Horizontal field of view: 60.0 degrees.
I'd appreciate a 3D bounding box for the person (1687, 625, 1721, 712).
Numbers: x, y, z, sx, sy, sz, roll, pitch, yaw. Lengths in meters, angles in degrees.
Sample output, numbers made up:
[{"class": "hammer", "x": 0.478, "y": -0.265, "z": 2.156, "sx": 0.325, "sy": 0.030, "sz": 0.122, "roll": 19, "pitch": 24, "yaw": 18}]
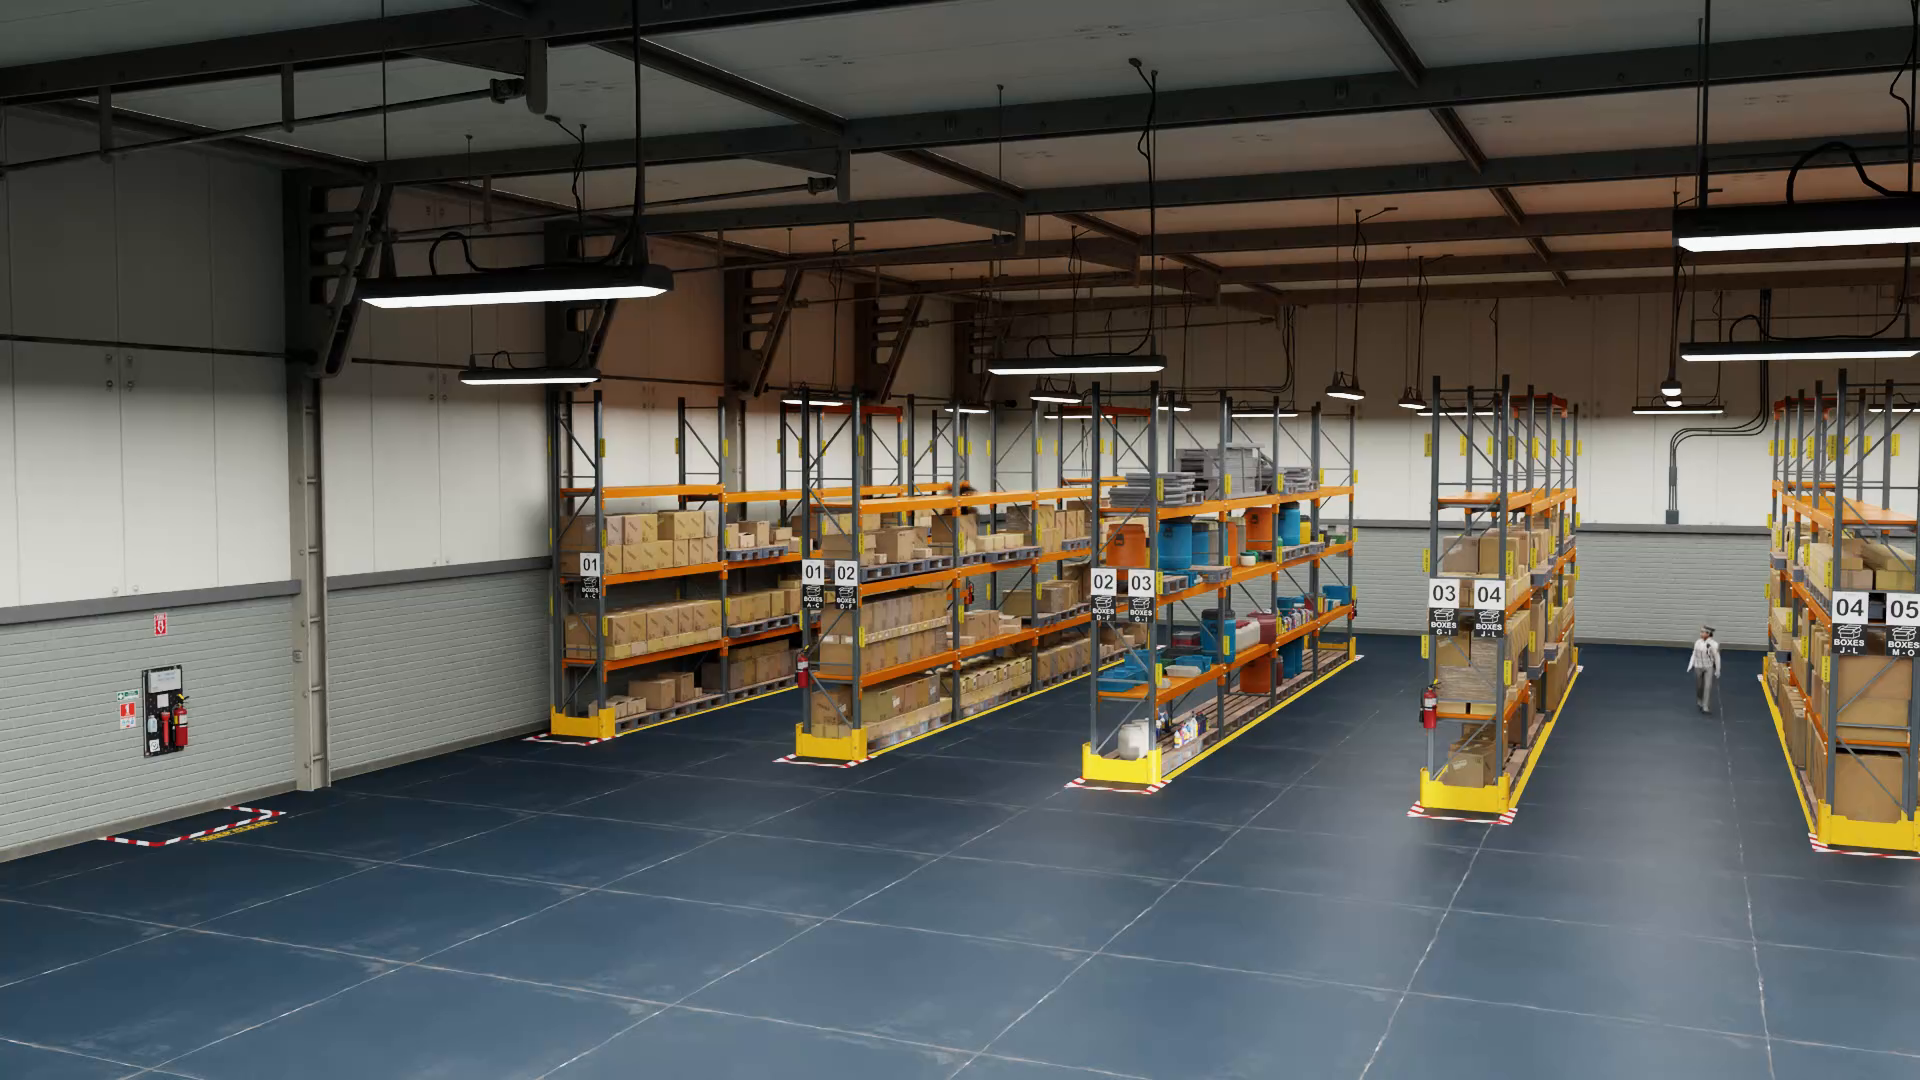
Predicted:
[{"class": "person", "x": 14.175, "y": 2.429, "z": 31.663, "sx": 0.571, "sy": 1.642, "sz": 0.963, "roll": 2, "pitch": 4, "yaw": 28}]
